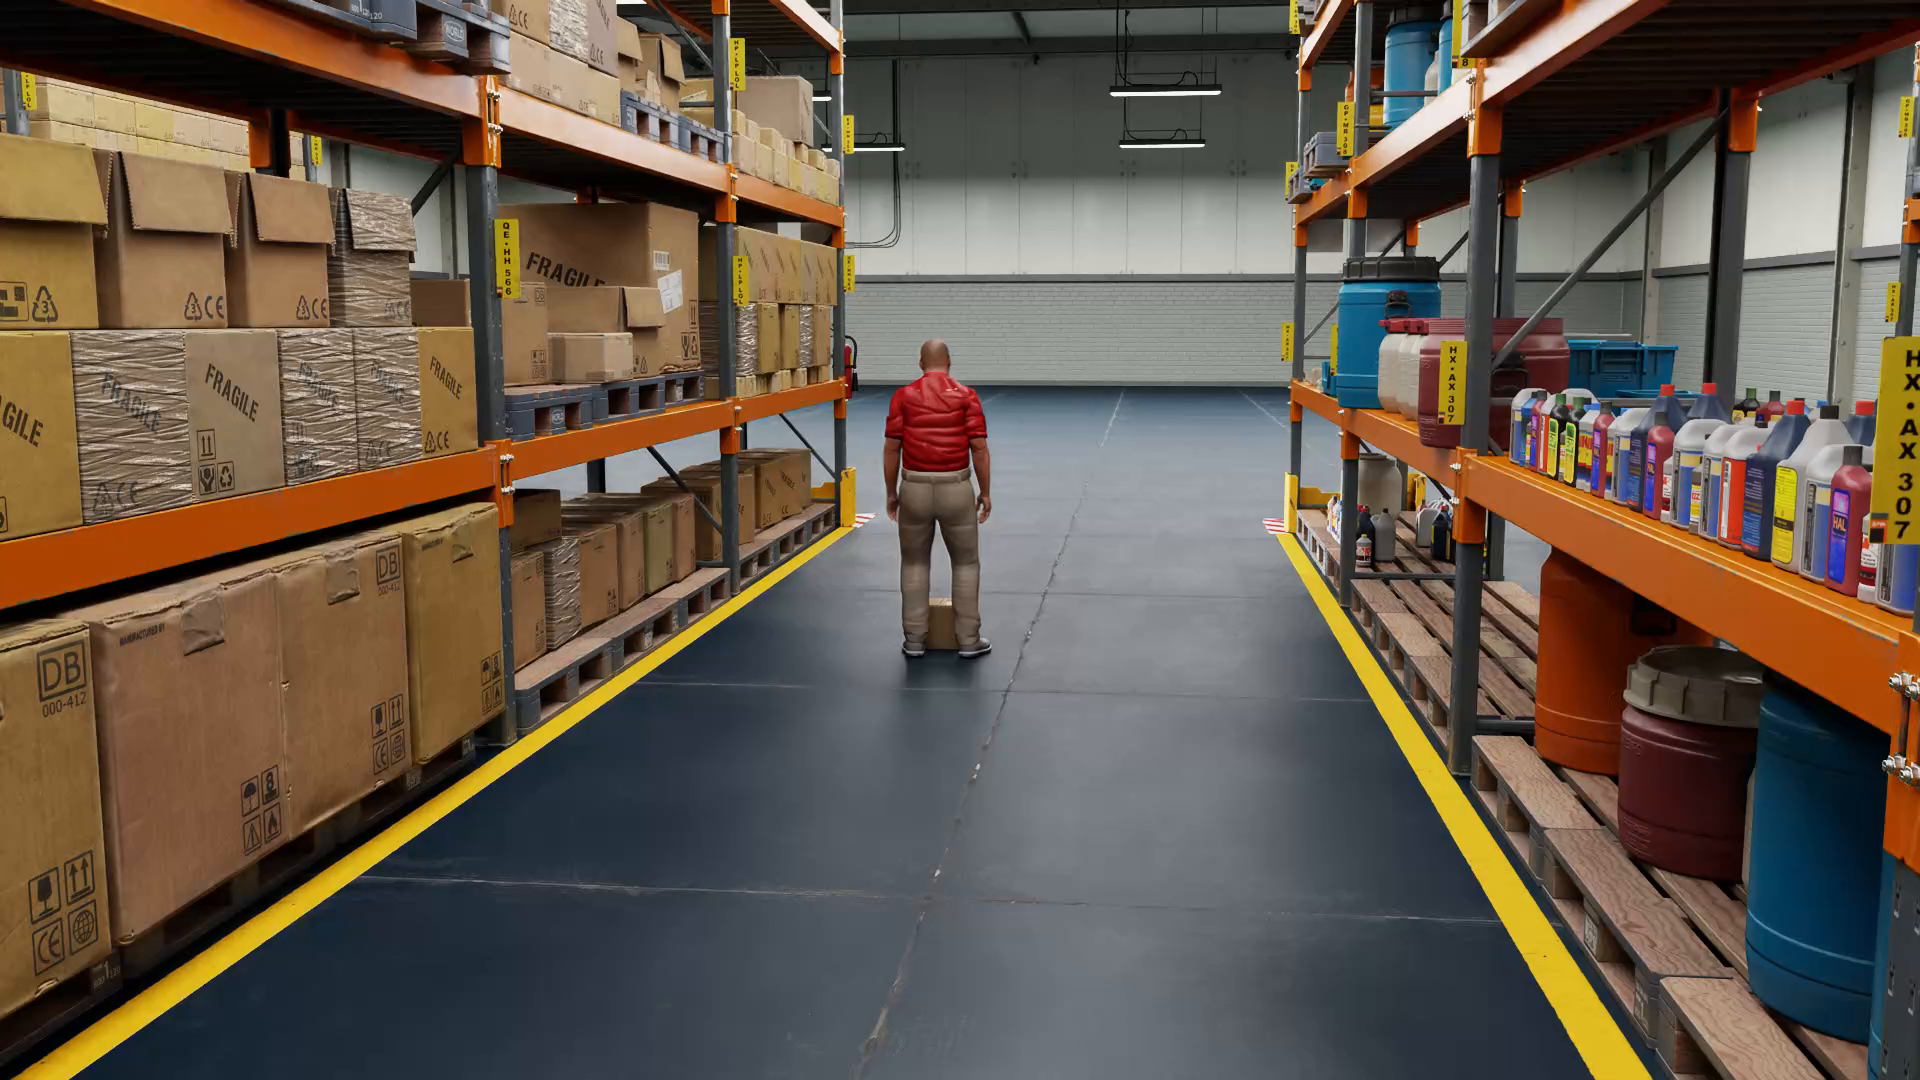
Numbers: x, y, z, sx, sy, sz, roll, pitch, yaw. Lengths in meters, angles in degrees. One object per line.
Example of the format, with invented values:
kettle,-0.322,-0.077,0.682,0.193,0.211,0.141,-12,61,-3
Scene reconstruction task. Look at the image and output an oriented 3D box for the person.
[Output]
person,-0.121,-0.229,9.069,0.586,1.727,0.393,1,8,7
